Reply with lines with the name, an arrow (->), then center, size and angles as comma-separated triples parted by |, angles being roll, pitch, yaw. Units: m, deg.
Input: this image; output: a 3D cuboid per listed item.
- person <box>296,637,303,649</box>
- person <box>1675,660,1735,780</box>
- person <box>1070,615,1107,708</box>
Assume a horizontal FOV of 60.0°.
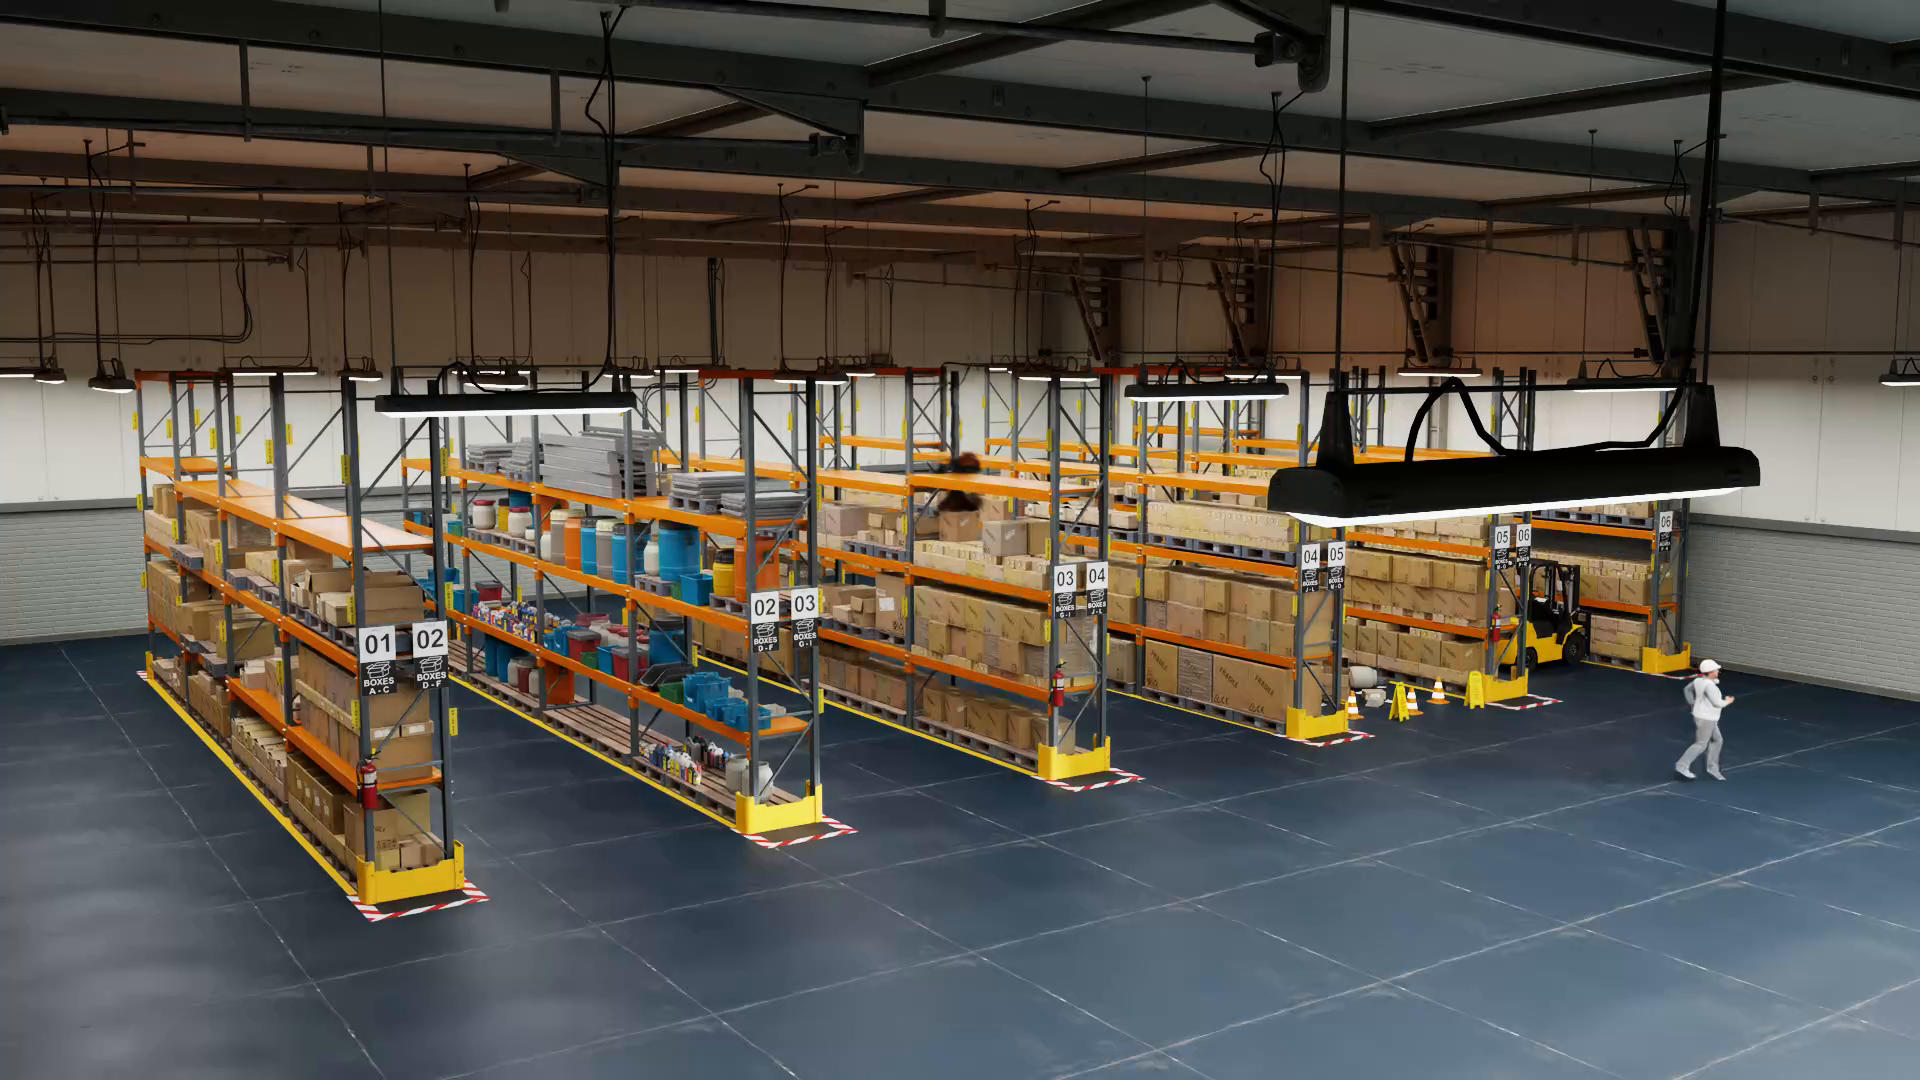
person -> -12.907, 1.915, 32.188 | 0.530, 1.589, 0.639 | -5, 8, -39
person -> 11.017, 2.676, 24.597 | 0.786, 1.840, 0.672 | 1, 7, 11
person -> 2.233, 1.999, 28.601 | 0.845, 1.695, 0.640 | 6, 9, 41
